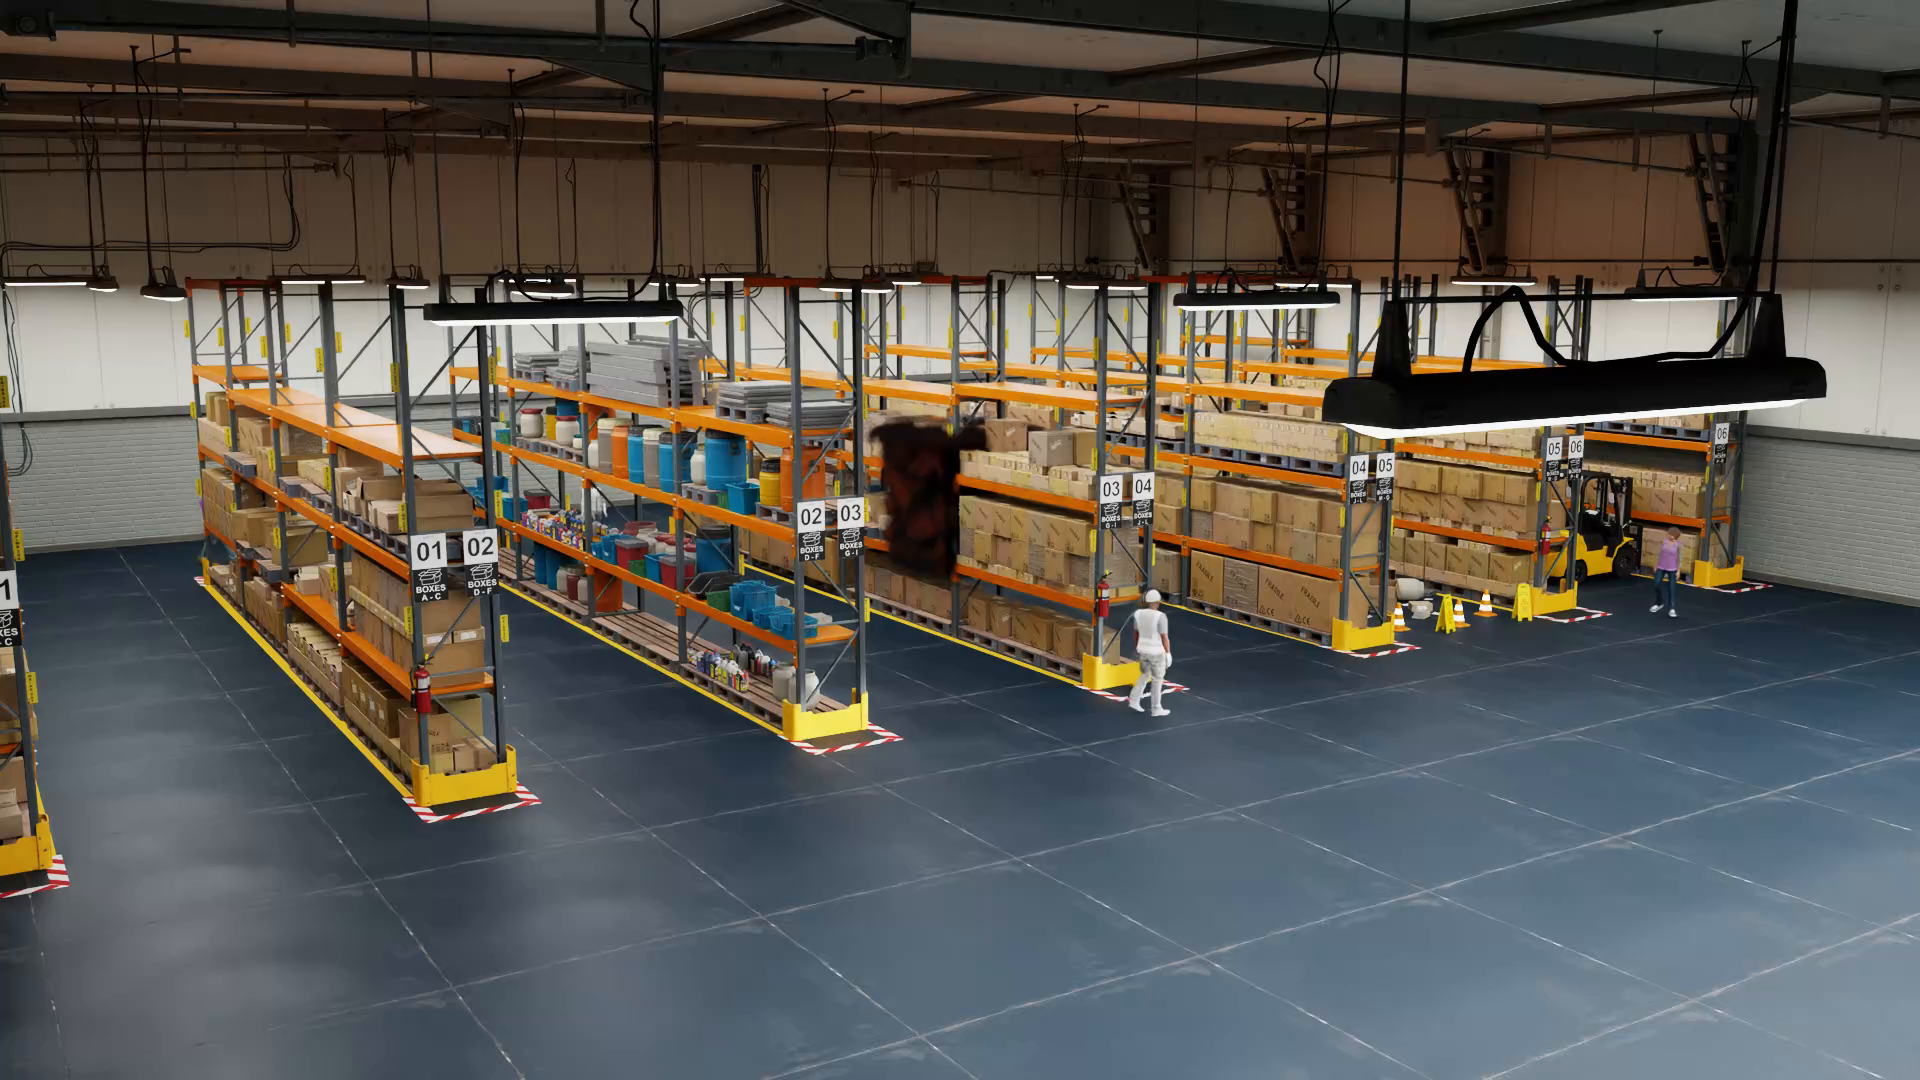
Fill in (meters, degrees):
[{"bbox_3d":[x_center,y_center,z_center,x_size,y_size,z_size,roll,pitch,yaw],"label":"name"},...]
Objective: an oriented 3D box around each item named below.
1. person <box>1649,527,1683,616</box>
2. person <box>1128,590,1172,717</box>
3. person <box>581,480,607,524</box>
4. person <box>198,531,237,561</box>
[{"bbox_3d":[12.727,0.552,29.927,0.513,1.609,0.376,6,11,33],"label":"person"},{"bbox_3d":[2.712,1.581,23.314,0.655,1.800,0.413,9,13,44],"label":"person"},{"bbox_3d":[-8.125,-0.638,36.860,0.522,1.631,0.956,-7,12,-37],"label":"person"},{"bbox_3d":[-15.490,-0.322,34.792,1.005,1.731,0.641,3,10,18],"label":"person"}]
